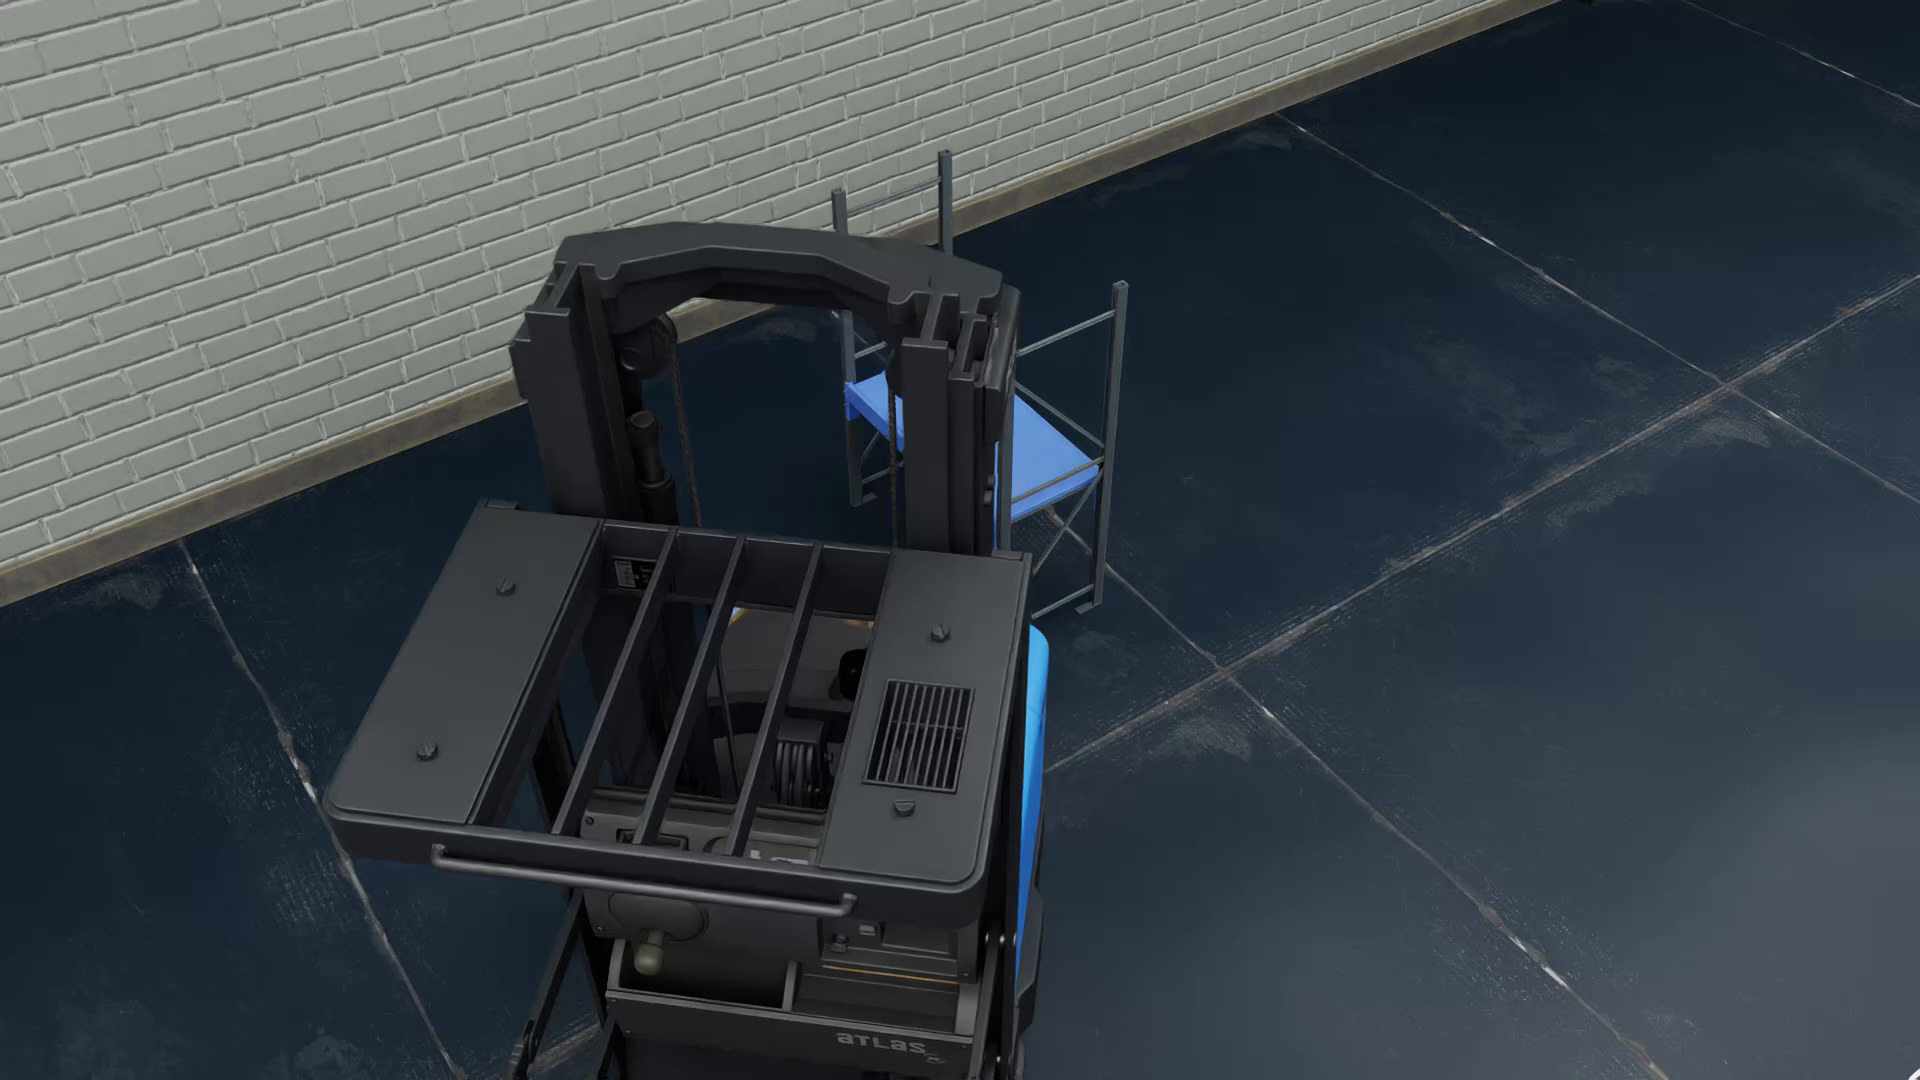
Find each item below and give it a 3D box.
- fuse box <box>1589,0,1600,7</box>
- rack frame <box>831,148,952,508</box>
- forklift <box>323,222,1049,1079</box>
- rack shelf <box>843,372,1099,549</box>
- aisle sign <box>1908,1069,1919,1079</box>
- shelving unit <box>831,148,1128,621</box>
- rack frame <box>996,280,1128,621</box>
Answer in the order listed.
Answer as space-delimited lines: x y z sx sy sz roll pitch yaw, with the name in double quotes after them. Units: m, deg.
3.920 -3.893 9.589 0.539 1.711 0.414 -26 49 -24 "fuse box"
-0.242 -0.782 6.483 0.500 1.500 0.032 -26 49 -24 "rack frame"
-0.442 0.923 3.661 1.130 2.935 3.031 6 44 6 "forklift"
0.049 -0.364 6.306 0.538 0.185 1.000 -26 49 -24 "rack shelf"
1.068 0.722 1.939 0.394 0.787 0.004 -26 49 -24 "aisle sign"
0.049 -0.494 6.182 0.538 1.500 1.048 -26 49 -24 "shelving unit"
0.340 -0.206 5.880 0.500 1.500 0.032 -26 49 -24 "rack frame"
